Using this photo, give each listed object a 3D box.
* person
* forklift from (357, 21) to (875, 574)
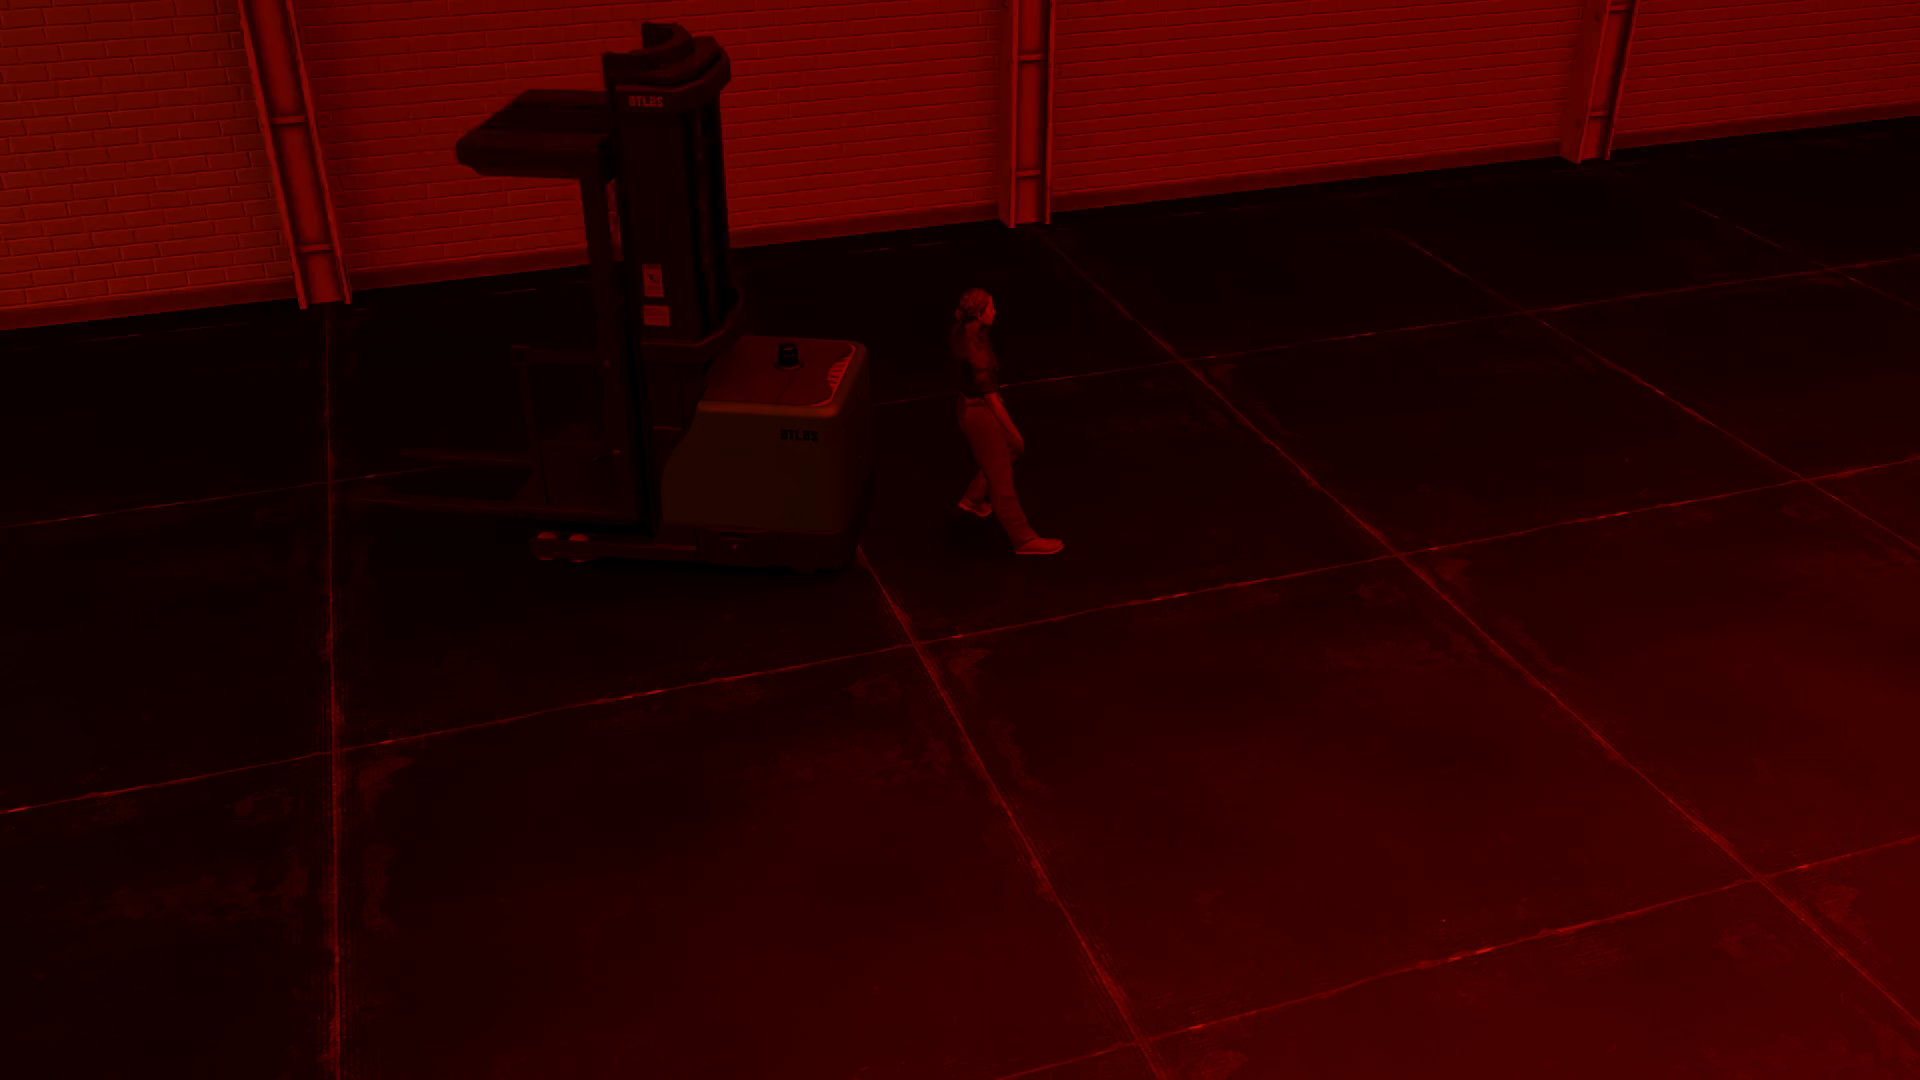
[{"bbox_3d":[0.265,-0.733,9.720,0.637,1.583,0.650,-4,30,-7],"label":"person"},{"bbox_3d":[-2.091,-1.391,9.505,3.031,2.935,1.130,4,30,7],"label":"forklift"}]
